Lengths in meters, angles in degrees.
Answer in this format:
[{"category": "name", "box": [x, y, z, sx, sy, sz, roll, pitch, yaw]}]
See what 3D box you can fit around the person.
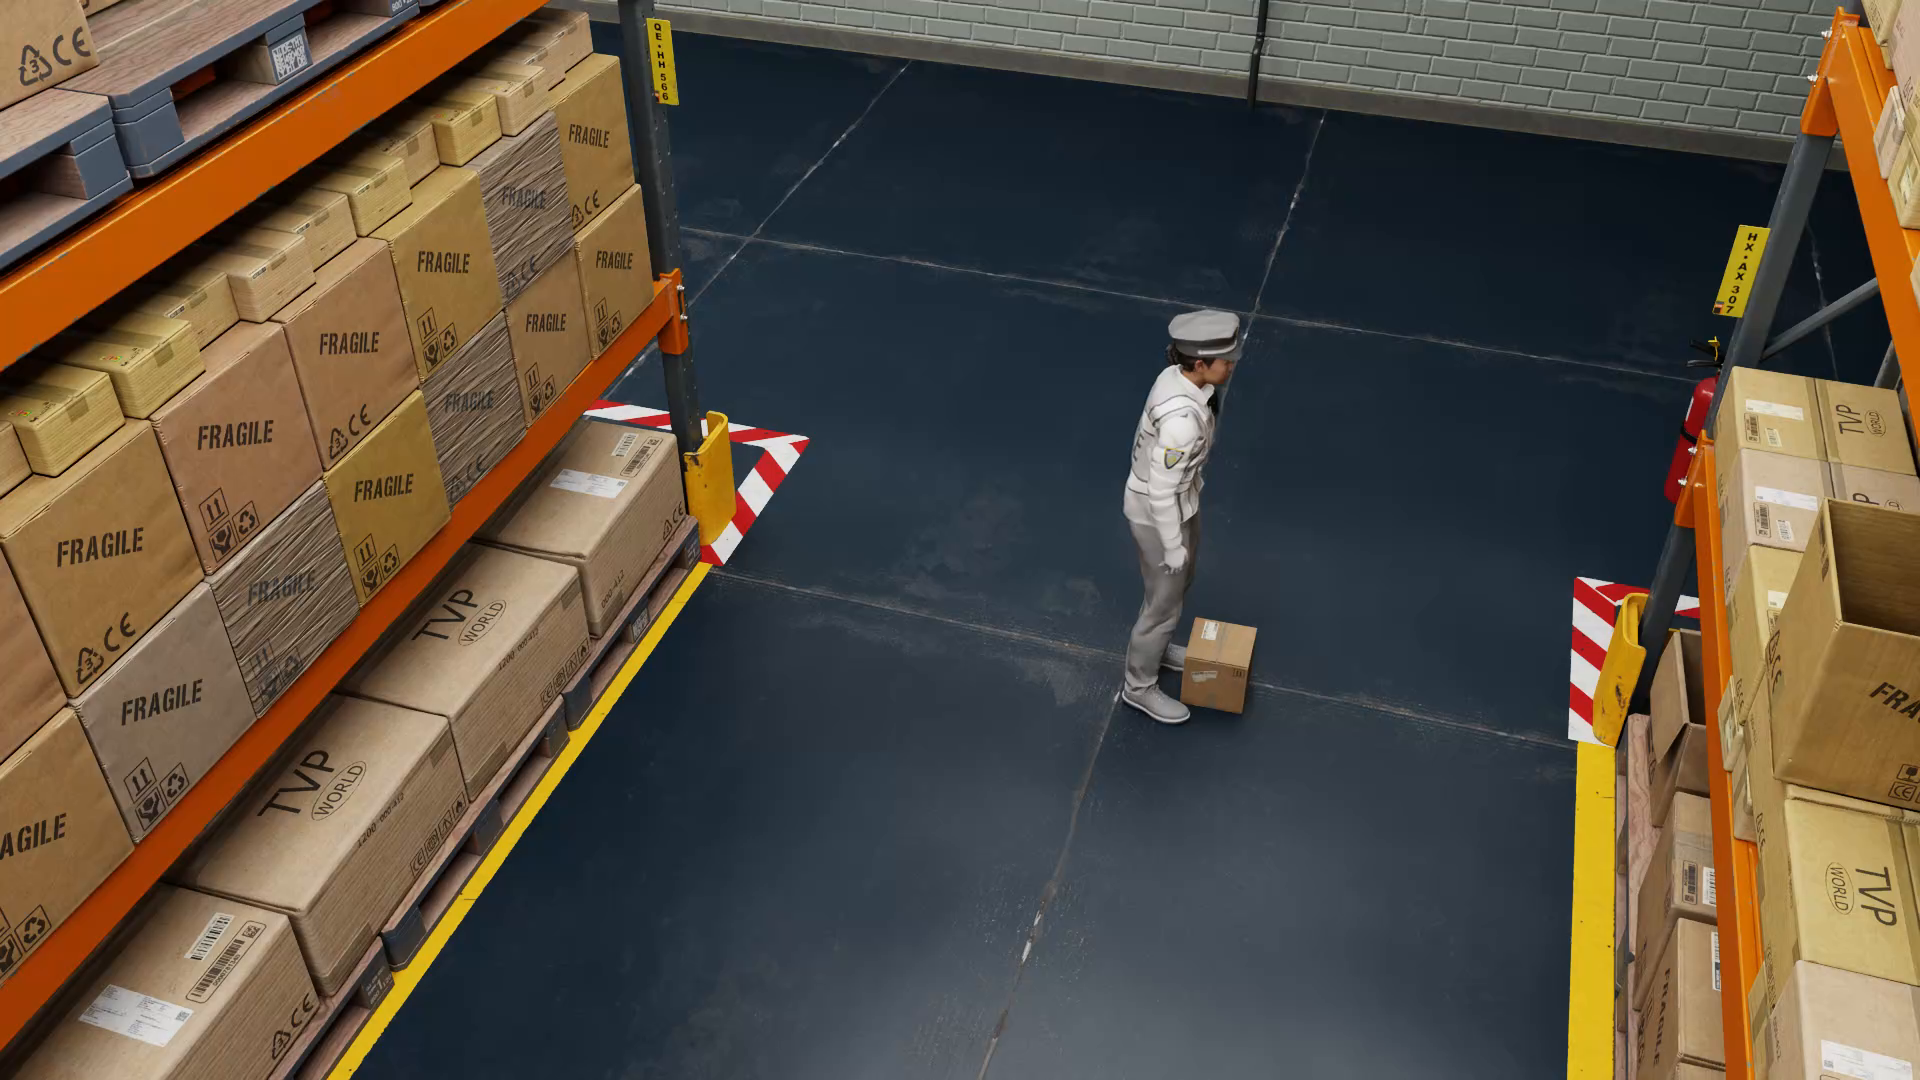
[{"category": "person", "box": [0.805, -0.105, 6.283, 0.371, 1.666, 0.547, 9, 38, 11]}]
